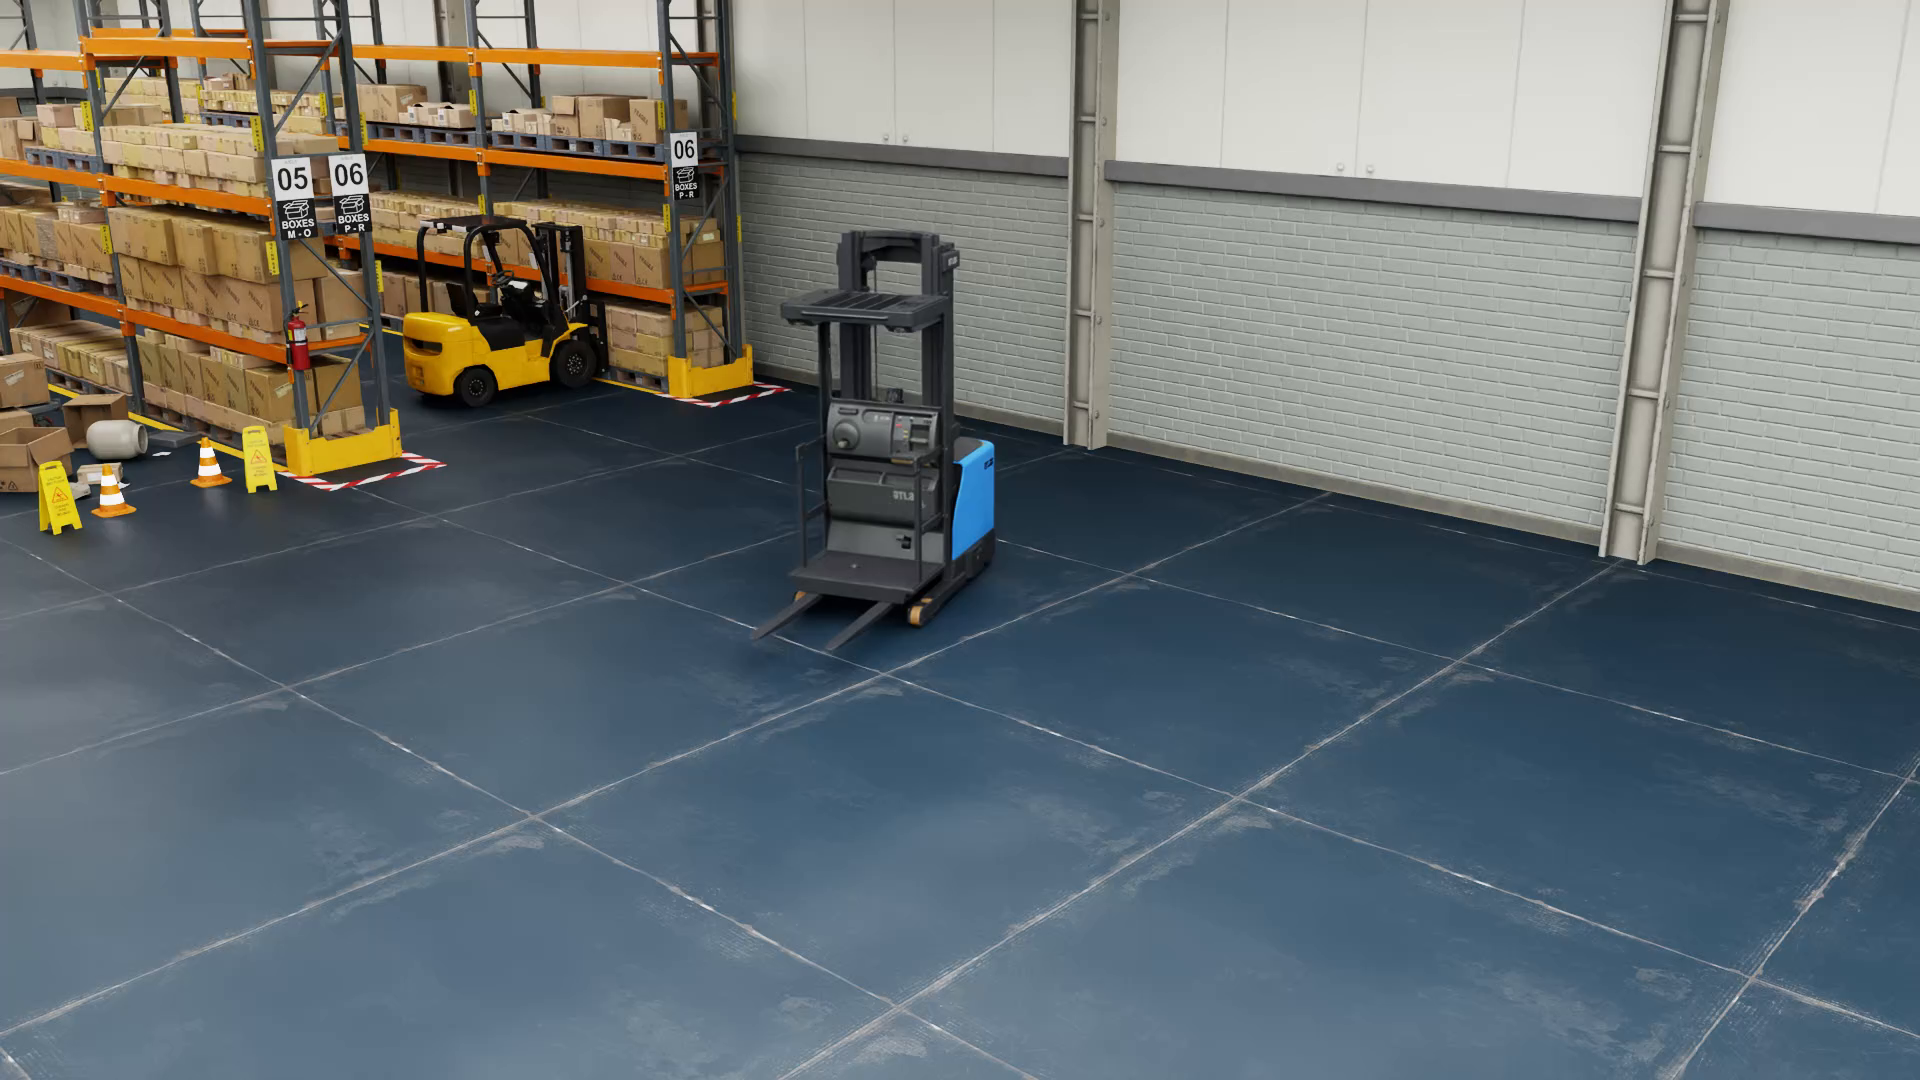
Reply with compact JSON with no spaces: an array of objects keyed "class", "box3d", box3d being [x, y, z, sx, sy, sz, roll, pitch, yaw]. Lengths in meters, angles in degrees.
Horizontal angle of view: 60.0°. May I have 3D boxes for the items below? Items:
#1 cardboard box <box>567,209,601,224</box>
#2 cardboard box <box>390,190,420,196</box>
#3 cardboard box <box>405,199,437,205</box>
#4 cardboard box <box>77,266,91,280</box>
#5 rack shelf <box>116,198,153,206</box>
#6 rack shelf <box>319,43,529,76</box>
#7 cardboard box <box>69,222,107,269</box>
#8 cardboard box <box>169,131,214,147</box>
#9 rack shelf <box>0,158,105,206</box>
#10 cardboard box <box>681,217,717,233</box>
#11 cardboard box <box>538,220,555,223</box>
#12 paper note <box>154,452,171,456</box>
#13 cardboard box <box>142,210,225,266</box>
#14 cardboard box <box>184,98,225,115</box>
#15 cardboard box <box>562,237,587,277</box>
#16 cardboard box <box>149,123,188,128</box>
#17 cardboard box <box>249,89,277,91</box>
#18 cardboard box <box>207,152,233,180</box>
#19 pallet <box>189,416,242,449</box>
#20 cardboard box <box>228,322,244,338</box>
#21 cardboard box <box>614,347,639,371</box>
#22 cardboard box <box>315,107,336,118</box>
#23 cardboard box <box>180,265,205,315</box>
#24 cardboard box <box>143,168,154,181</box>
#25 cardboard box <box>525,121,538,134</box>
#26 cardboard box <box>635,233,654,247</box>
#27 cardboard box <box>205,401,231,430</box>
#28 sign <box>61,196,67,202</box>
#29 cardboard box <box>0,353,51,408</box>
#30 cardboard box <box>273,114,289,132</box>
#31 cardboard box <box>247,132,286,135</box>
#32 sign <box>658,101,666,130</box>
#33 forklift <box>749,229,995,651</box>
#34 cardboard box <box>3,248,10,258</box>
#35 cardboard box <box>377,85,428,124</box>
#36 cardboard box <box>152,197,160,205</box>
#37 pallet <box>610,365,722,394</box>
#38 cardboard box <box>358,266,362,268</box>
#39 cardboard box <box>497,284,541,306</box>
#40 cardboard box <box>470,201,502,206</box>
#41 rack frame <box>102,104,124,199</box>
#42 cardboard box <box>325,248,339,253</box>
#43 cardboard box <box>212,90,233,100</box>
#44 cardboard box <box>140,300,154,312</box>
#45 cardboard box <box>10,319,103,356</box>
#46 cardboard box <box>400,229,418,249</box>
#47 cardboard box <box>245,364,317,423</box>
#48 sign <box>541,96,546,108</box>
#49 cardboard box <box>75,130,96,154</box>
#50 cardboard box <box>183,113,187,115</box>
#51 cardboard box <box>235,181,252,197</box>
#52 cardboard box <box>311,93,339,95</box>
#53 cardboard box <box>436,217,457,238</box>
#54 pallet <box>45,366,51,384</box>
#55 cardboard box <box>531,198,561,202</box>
[{"class":"cardboard box","box3d":[-4.908,-4.235,21.768,0.250,0.149,0.380,15,23,39]},{"class":"cardboard box","box3d":[-8.508,-5.267,25.513,0.250,0.149,0.380,16,23,41]},{"class":"cardboard box","box3d":[-7.882,-4.897,24.344,0.250,0.149,0.380,15,23,39]},{"class":"cardboard box","box3d":[-10.426,-3.252,20.122,0.250,0.149,0.380,15,23,38]},{"class":"rack shelf","box3d":[-13.644,-5.819,29.679,4.000,0.370,1.077,15,23,39]},{"class":"rack shelf","box3d":[-7.660,-6.882,23.770,4.000,0.370,1.077,15,23,39]},{"class":"cardboard box","box3d":[-10.326,-3.560,20.020,0.500,0.500,0.500,15,23,40]},{"class":"cardboard box","box3d":[-8.219,-4.290,17.809,0.250,0.149,0.380,16,23,40]},{"class":"rack shelf","box3d":[-10.952,-4.519,20.622,4.000,0.370,1.077,15,23,39]},{"class":"cardboard box","box3d":[-3.282,-3.966,20.919,0.250,0.149,0.380,14,23,38]},{"class":"cardboard box","box3d":[-5.362,-4.171,22.057,0.250,0.149,0.380,15,23,39]},{"class":"paper note","box3d":[-8.646,-0.939,18.020,0.148,0.019,0.142,7,19,21]},{"class":"cardboard box","box3d":[-8.546,-3.345,18.382,0.500,0.500,0.700,14,23,38]},{"class":"cardboard box","box3d":[-12.675,-7.301,27.955,0.500,0.250,0.500,15,23,39]},{"class":"cardboard box","box3d":[-4.863,-3.746,21.790,0.500,0.500,0.500,15,23,40]},{"class":"cardboard box","box3d":[-9.074,-4.706,19.121,0.250,0.149,0.380,16,23,40]},{"class":"cardboard box","box3d":[-11.446,-7.332,27.360,0.250,0.149,0.380,14,23,38]},{"class":"cardboard box","box3d":[-7.392,-3.874,17.156,0.500,0.250,0.500,15,23,39]},{"class":"pallet","box3d":[-8.014,-1.330,18.952,1.213,0.211,1.003,15,23,39]},{"class":"cardboard box","box3d":[-7.539,-2.261,17.693,0.250,0.149,0.380,16,23,40]},{"class":"cardboard box","box3d":[-4.099,-2.366,21.458,0.500,0.250,0.500,15,23,39]},{"class":"cardboard box","box3d":[-9.581,-6.522,25.335,0.250,0.149,0.380,16,23,40]},{"class":"cardboard box","box3d":[-8.163,-2.772,18.231,0.500,0.500,0.500,15,23,40]},{"class":"cardboard box","box3d":[-8.807,-4.073,18.444,0.250,0.149,0.380,16,24,41]},{"class":"cardboard box","box3d":[-5.455,-5.399,21.762,0.250,0.149,0.380,16,24,41]},{"class":"cardboard box","box3d":[-3.828,-3.759,20.759,0.250,0.149,0.380,16,23,40]},{"class":"cardboard box","box3d":[-8.025,-1.428,18.504,0.500,0.250,0.500,14,22,37]},{"class":"sign","box3d":[-12.095,-4.472,22.462,0.005,0.325,0.100,15,23,39]},{"class":"cardboard box","box3d":[-10.615,-1.791,18.678,0.500,0.500,0.500,15,23,39]},{"class":"cardboard box","box3d":[-10.452,-6.565,26.128,0.500,0.250,0.500,15,23,39]},{"class":"cardboard box","box3d":[-7.327,-4.241,17.656,0.250,0.149,0.380,15,23,39]},{"class":"sign","box3d":[-3.543,-5.045,19.759,0.005,0.325,0.100,15,23,39]},{"class":"forklift","box3d":[-0.690,-0.862,12.984,1.130,2.935,3.031,7,19,20]},{"class":"cardboard box","box3d":[-12.328,-3.807,21.869,0.250,0.149,0.380,13,22,36]},{"class":"cardboard box","box3d":[-8.015,-6.278,23.950,0.500,0.500,0.500,16,23,41]},{"class":"cardboard box","box3d":[-14.145,-6.046,29.619,0.250,0.149,0.380,14,22,38]},{"class":"pallet","box3d":[-3.772,-2.166,21.588,1.213,0.211,1.003,15,23,39]},{"class":"cardboard box","box3d":[-9.285,-4.114,26.555,0.500,0.500,0.500,16,24,41]},{"class":"cardboard box","box3d":[-6.011,-3.352,22.914,0.500,0.250,0.500,15,23,38]},{"class":"cardboard box","box3d":[-6.842,-4.793,24.018,0.250,0.149,0.380,15,23,39]},{"class":"rack frame","box3d":[-15.139,-6.564,30.835,0.127,3.000,1.000,15,23,39]},{"class":"cardboard box","box3d":[-10.342,-4.698,27.322,0.250,0.149,0.380,15,23,40]},{"class":"cardboard box","box3d":[-11.969,-7.264,27.145,0.250,0.149,0.380,16,23,40]},{"class":"cardboard box","box3d":[-9.210,-2.736,19.189,0.250,0.149,0.380,16,24,41]},{"class":"cardboard box","box3d":[-12.032,-2.666,22.202,0.625,0.372,0.950,13,22,36]},{"class":"cardboard box","box3d":[-7.837,-4.433,24.369,0.500,0.250,0.500,16,24,41]},{"class":"cardboard box","box3d":[-7.237,-1.576,17.731,0.500,0.500,0.500,15,23,40]},{"class":"sign","box3d":[-5.797,-5.994,23.096,0.005,0.325,0.100,15,23,39]},{"class":"cardboard box","box3d":[-9.989,-4.673,19.474,0.500,0.250,0.500,14,23,38]},{"class":"cardboard box","box3d":[-12.989,-7.182,28.239,0.250,0.149,0.380,16,24,41]},{"class":"cardboard box","box3d":[-7.125,-3.588,16.916,0.250,0.149,0.380,15,23,40]},{"class":"cardboard box","box3d":[-10.017,-6.987,26.306,0.250,0.149,0.380,15,23,39]},{"class":"cardboard box","box3d":[-7.091,-4.464,23.639,0.500,0.250,0.500,14,23,38]},{"class":"pallet","box3d":[-11.864,-2.347,22.159,1.213,0.211,1.003,15,23,39]},{"class":"cardboard box","box3d":[-5.725,-4.657,23.098,0.250,0.149,0.380,15,23,39]}]
